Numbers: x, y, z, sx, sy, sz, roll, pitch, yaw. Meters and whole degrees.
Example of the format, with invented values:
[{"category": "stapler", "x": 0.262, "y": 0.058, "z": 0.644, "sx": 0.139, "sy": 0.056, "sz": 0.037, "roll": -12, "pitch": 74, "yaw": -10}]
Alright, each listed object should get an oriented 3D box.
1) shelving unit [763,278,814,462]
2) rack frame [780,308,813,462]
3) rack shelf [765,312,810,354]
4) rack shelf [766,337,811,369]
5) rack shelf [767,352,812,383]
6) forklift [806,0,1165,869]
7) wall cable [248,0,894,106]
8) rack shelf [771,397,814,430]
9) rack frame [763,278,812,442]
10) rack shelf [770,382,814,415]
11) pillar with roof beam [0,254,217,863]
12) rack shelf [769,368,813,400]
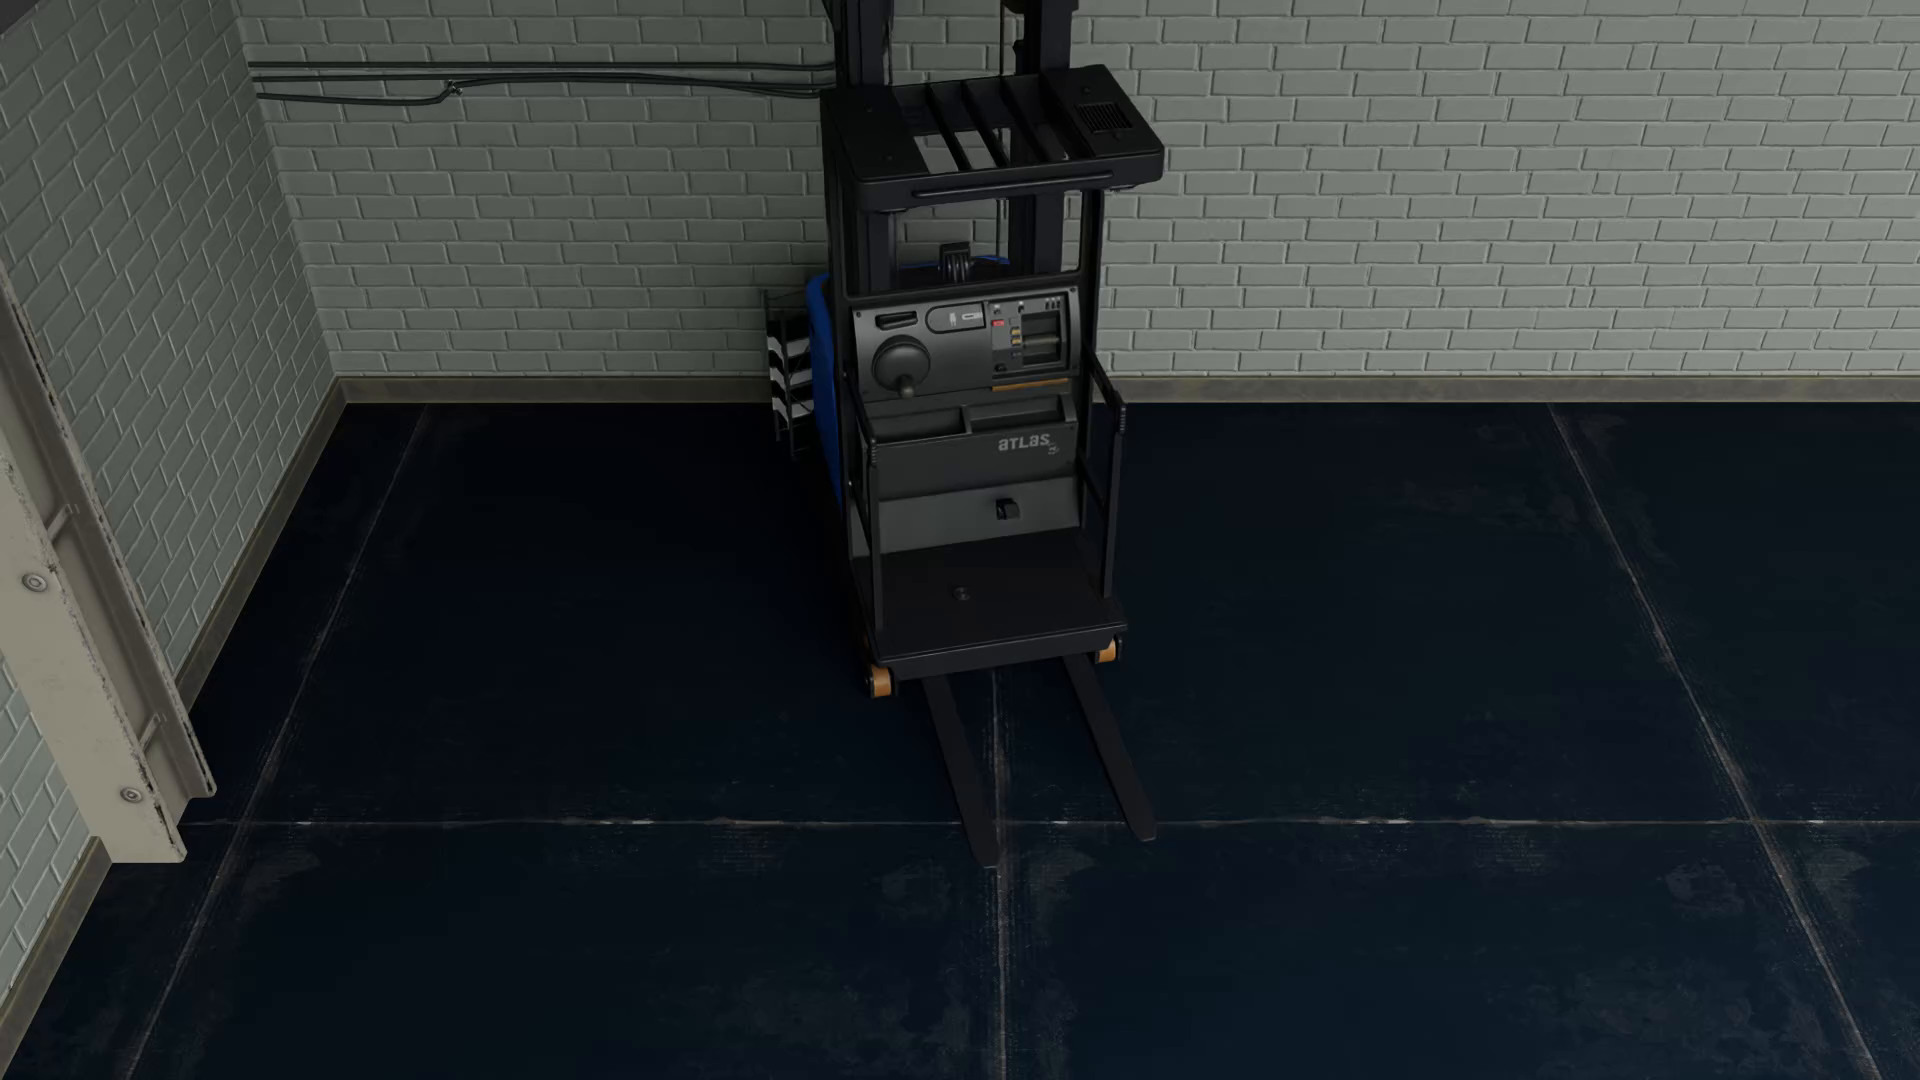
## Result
[{"category": "shelving unit", "x": -0.801, "y": -0.841, "z": 8.326, "sx": 0.258, "sy": 0.900, "sz": 0.210, "roll": -18, "pitch": 42, "yaw": -21}, {"category": "rack frame", "x": -0.754, "y": -0.785, "z": 8.255, "sx": 0.240, "sy": 0.900, "sz": 0.006, "roll": -18, "pitch": 42, "yaw": -21}, {"category": "rack shelf", "x": -0.801, "y": -1.026, "z": 8.178, "sx": 0.258, "sy": 0.077, "sz": 0.200, "roll": -18, "pitch": 42, "yaw": -21}, {"category": "rack shelf", "x": -0.801, "y": -0.956, "z": 8.234, "sx": 0.258, "sy": 0.077, "sz": 0.200, "roll": -18, "pitch": 42, "yaw": -21}, {"category": "rack shelf", "x": -0.801, "y": -0.885, "z": 8.290, "sx": 0.258, "sy": 0.077, "sz": 0.200, "roll": -18, "pitch": 42, "yaw": -21}, {"category": "forklift", "x": 0.081, "y": -0.728, "z": 6.560, "sx": 1.130, "sy": 2.935, "sz": 3.031, "roll": -8, "pitch": 39, "yaw": -10}, {"category": "wall cable", "x": -1.846, "y": -3.019, "z": 7.050, "sx": 3.097, "sy": 2.526, "sz": 0.112, "roll": 0, "pitch": 39, "yaw": 0}, {"category": "rack shelf", "x": -0.801, "y": -0.675, "z": 8.459, "sx": 0.258, "sy": 0.077, "sz": 0.200, "roll": -18, "pitch": 42, "yaw": -21}, {"category": "rack frame", "x": -0.848, "y": -0.898, "z": 8.396, "sx": 0.240, "sy": 0.900, "sz": 0.006, "roll": -18, "pitch": 42, "yaw": -21}, {"category": "rack shelf", "x": -0.801, "y": -0.745, "z": 8.403, "sx": 0.258, "sy": 0.077, "sz": 0.200, "roll": -18, "pitch": 42, "yaw": -21}, {"category": "pillar with roof beam", "x": 1.140, "y": -2.391, "z": 3.783, "sx": 9.100, "sy": 9.000, "sz": 0.400, "roll": 0, "pitch": 39, "yaw": 0}, {"category": "rack shelf", "x": -0.801, "y": -0.815, "z": 8.346, "sx": 0.258, "sy": 0.077, "sz": 0.200, "roll": -18, "pitch": 42, "yaw": -21}]
